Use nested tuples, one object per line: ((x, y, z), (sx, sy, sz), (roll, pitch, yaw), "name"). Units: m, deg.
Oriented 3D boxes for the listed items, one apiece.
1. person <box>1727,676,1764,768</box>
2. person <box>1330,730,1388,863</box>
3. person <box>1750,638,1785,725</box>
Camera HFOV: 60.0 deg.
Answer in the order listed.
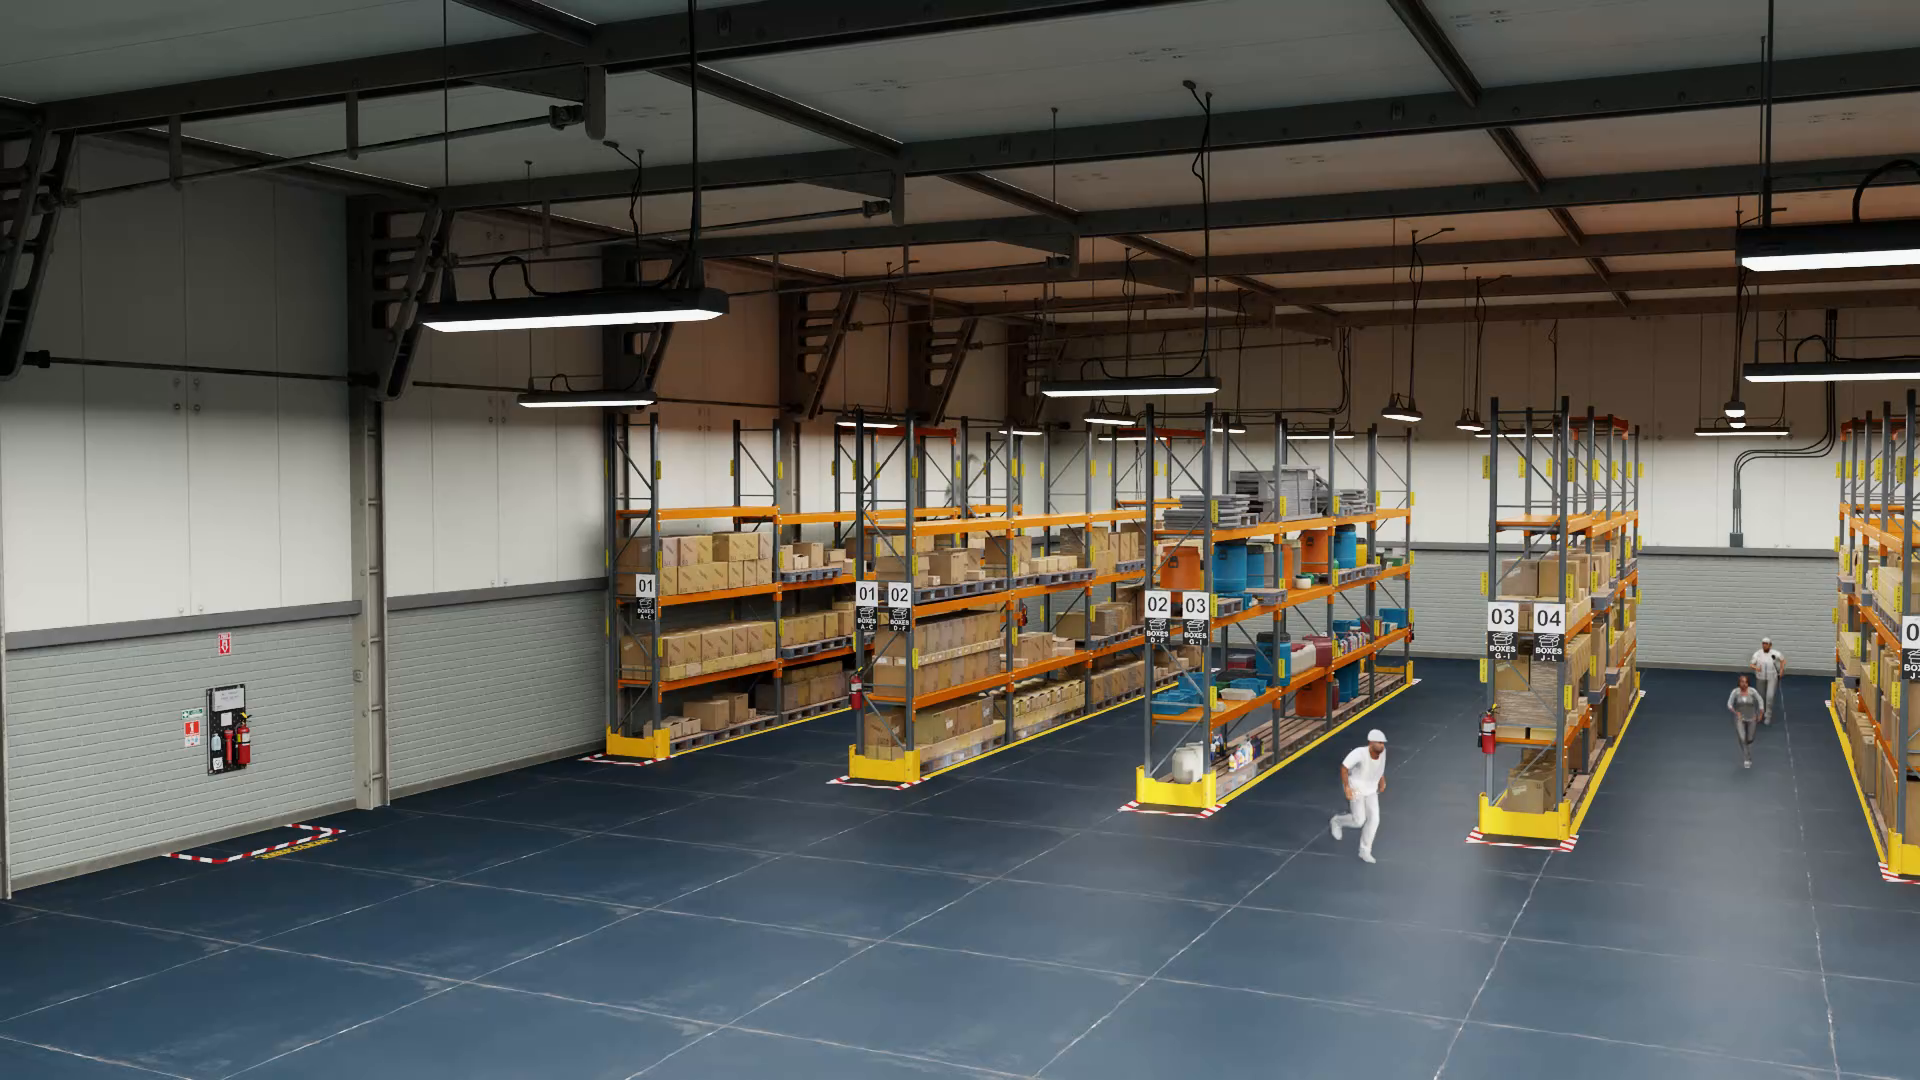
((13.313, 3.062, 28.196), (0.574, 1.557, 0.656), (1, 3, 21), "person")
((5.176, 3.271, 21.532), (0.701, 1.708, 0.942), (-2, 3, -33), "person")
((16.073, 2.786, 33.105), (0.615, 1.683, 0.931), (2, 3, 32), "person")
